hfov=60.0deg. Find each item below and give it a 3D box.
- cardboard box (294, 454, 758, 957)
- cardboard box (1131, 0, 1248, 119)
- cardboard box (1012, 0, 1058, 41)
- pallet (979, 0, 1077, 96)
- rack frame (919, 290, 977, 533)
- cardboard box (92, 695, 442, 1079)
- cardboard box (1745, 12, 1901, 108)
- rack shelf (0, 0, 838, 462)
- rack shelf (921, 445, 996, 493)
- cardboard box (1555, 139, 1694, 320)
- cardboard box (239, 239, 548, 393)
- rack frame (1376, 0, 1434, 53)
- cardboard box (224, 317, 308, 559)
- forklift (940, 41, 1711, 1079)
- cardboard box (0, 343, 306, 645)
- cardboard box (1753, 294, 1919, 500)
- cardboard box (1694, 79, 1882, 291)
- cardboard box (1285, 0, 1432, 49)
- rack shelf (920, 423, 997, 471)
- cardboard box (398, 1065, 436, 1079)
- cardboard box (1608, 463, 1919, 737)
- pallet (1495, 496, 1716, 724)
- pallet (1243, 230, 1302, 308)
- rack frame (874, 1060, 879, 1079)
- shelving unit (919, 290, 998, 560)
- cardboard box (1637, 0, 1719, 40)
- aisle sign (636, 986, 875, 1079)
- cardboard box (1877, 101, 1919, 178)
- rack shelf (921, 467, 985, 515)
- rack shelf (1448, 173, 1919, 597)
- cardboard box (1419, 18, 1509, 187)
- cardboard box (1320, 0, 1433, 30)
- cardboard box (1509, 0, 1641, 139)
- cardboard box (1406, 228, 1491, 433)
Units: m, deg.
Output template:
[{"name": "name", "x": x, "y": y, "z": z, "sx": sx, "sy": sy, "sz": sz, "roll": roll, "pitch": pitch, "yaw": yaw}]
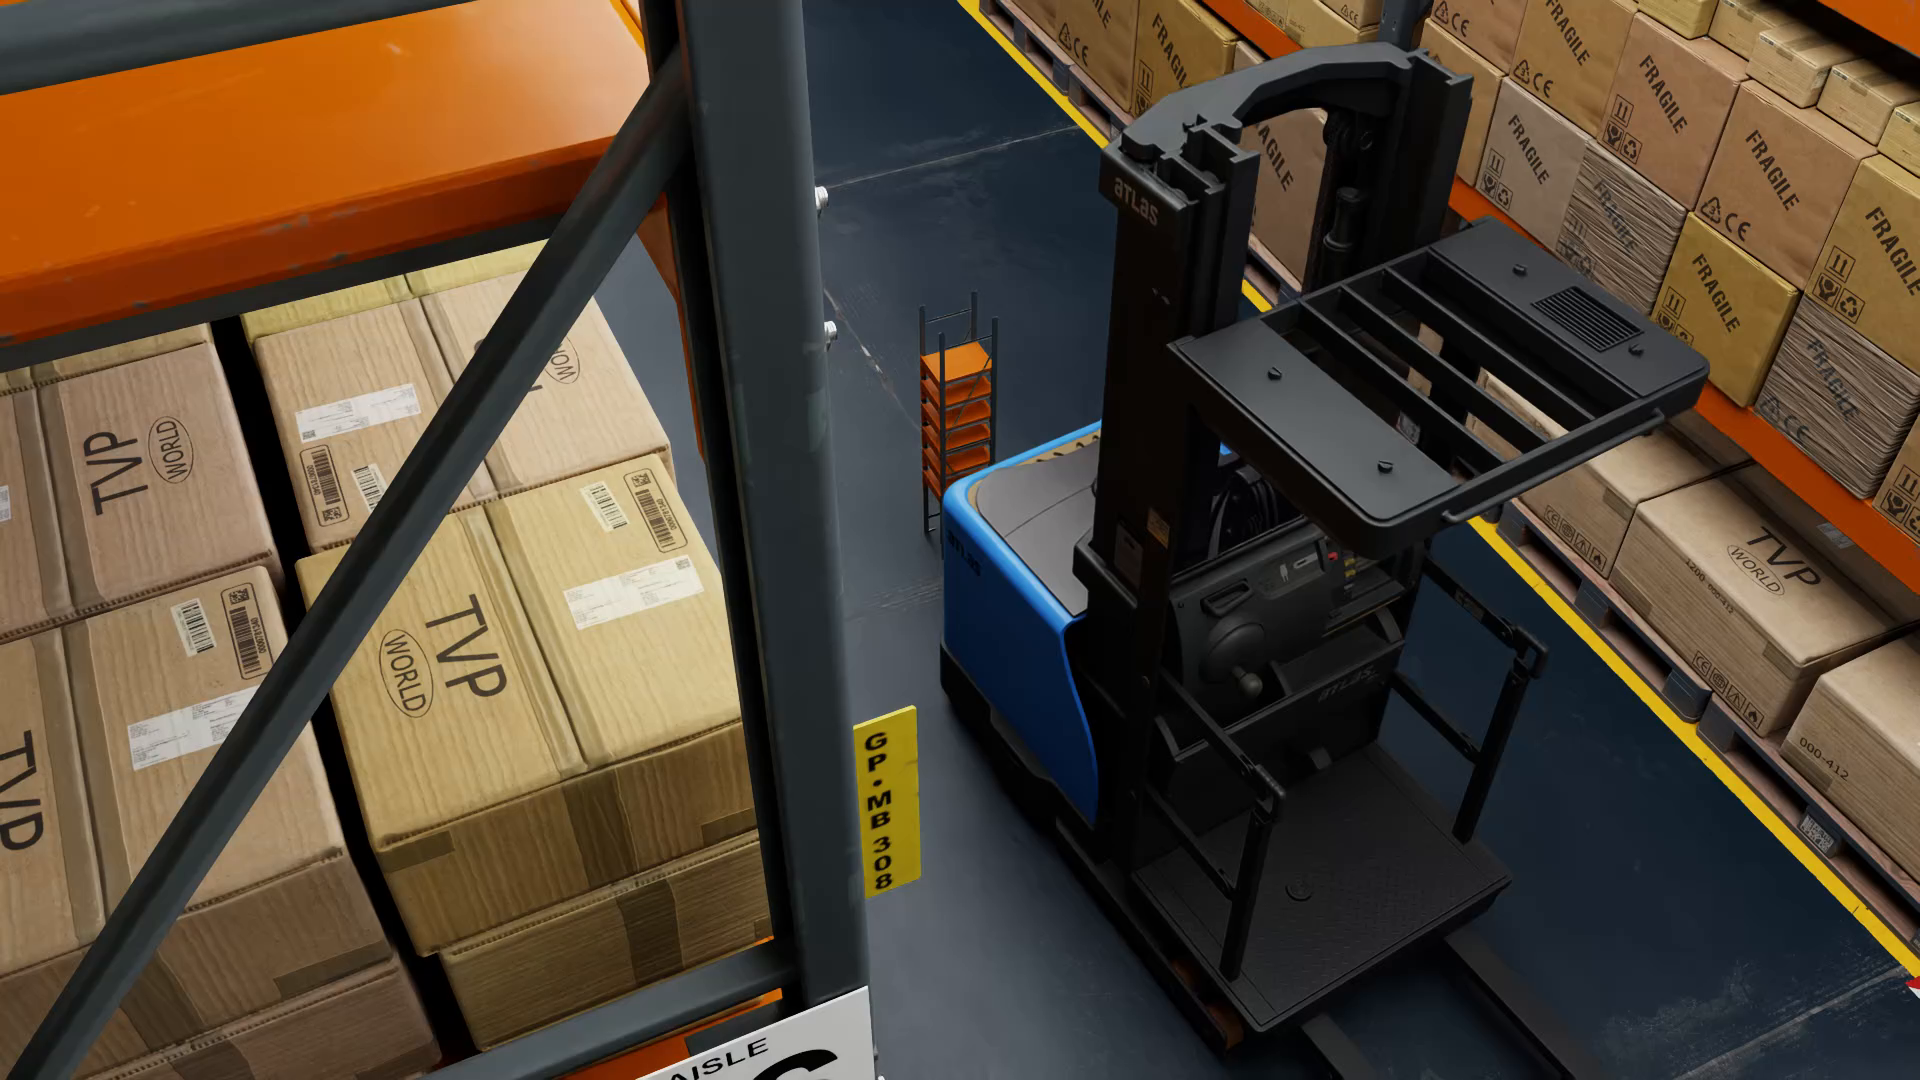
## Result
[{"name": "cardboard box", "x": -0.545, "y": 0.195, "z": 2.189, "sx": 0.500, "sy": 0.250, "sz": 0.500, "roll": -19, "pitch": 48, "yaw": -18}, {"name": "cardboard box", "x": 1.514, "y": -2.505, "z": 8.736, "sx": 0.875, "sy": 0.875, "sz": 0.875, "roll": -17, "pitch": 47, "yaw": -16}, {"name": "cardboard box", "x": 0.767, "y": -3.644, "z": 9.890, "sx": 0.875, "sy": 0.875, "sz": 0.875, "roll": -18, "pitch": 48, "yaw": -18}, {"name": "pallet", "x": 0.815, "y": -3.199, "z": 10.210, "sx": 1.003, "sy": 0.211, "sz": 1.213, "roll": -18, "pitch": 47, "yaw": -17}, {"name": "rack frame", "x": -0.045, "y": -0.495, "z": 6.766, "sx": 0.240, "sy": 1.200, "sz": 0.006, "roll": -18, "pitch": 47, "yaw": -17}, {"name": "cardboard box", "x": -1.020, "y": 0.527, "z": 2.208, "sx": 0.500, "sy": 0.250, "sz": 0.500, "roll": -19, "pitch": 48, "yaw": -18}, {"name": "cardboard box", "x": 2.755, "y": -1.535, "z": 5.294, "sx": 0.380, "sy": 0.149, "sz": 0.250, "roll": -18, "pitch": 47, "yaw": -17}, {"name": "rack shelf", "x": -1.427, "y": -1.302, "z": 2.546, "sx": 1.077, "sy": 0.370, "sz": 4.000, "roll": -18, "pitch": 47, "yaw": -17}, {"name": "rack shelf", "x": -0.006, "y": -0.319, "z": 6.822, "sx": 0.258, "sy": 0.103, "sz": 0.180, "roll": -18, "pitch": 47, "yaw": -17}, {"name": "cardboard box", "x": 2.605, "y": -1.185, "z": 6.113, "sx": 0.500, "sy": 0.500, "sz": 0.500, "roll": -18, "pitch": 47, "yaw": -17}, {"name": "cardboard box", "x": -0.965, "y": -0.451, "z": 2.843, "sx": 0.500, "sy": 0.250, "sz": 0.500, "roll": -19, "pitch": 48, "yaw": -18}, {"name": "rack frame", "x": 2.234, "y": -2.167, "z": 7.179, "sx": 1.000, "sy": 3.000, "sz": 0.127, "roll": -18, "pitch": 47, "yaw": -17}, {"name": "cardboard box", "x": -1.453, "y": -0.118, "z": 2.862, "sx": 0.500, "sy": 0.250, "sz": 0.500, "roll": -19, "pitch": 48, "yaw": -18}, {"name": "forklift", "x": 1.124, "y": 0.237, "z": 4.792, "sx": 1.130, "sy": 2.935, "sz": 3.031, "roll": -23, "pitch": 49, "yaw": -22}, {"name": "cardboard box", "x": -1.244, "y": 0.020, "z": 2.367, "sx": 0.500, "sy": 0.250, "sz": 0.500, "roll": -19, "pitch": 48, "yaw": -19}, {"name": "cardboard box", "x": 3.050, "y": -0.532, "z": 5.451, "sx": 0.500, "sy": 0.500, "sz": 0.500, "roll": -17, "pitch": 47, "yaw": -16}, {"name": "cardboard box", "x": 2.836, "y": -1.208, "z": 5.424, "sx": 0.500, "sy": 0.500, "sz": 0.500, "roll": -18, "pitch": 47, "yaw": -18}, {"name": "cardboard box", "x": 1.817, "y": -2.325, "z": 7.446, "sx": 0.500, "sy": 0.250, "sz": 0.500, "roll": -19, "pitch": 48, "yaw": -18}, {"name": "rack shelf", "x": -0.006, "y": -0.405, "z": 6.738, "sx": 0.258, "sy": 0.103, "sz": 0.180, "roll": -18, "pitch": 47, "yaw": -17}, {"name": "cardboard box", "x": -0.930, "y": 0.736, "z": 2.280, "sx": 0.380, "sy": 0.149, "sz": 0.250, "roll": -17, "pitch": 47, "yaw": -16}, {"name": "cardboard box", "x": 3.155, "y": 0.173, "z": 6.333, "sx": 0.875, "sy": 0.438, "sz": 0.875, "roll": -17, "pitch": 47, "yaw": -16}, {"name": "pallet", "x": 3.000, "y": 0.112, "z": 6.855, "sx": 1.003, "sy": 0.211, "sz": 1.213, "roll": -18, "pitch": 47, "yaw": -17}, {"name": "pallet", "x": 1.841, "y": -1.644, "z": 8.635, "sx": 1.003, "sy": 0.211, "sz": 1.213, "roll": -18, "pitch": 47, "yaw": -17}, {"name": "rack frame", "x": -0.586, "y": 1.850, "z": 3.108, "sx": 1.000, "sy": 3.000, "sz": 0.127, "roll": -18, "pitch": 47, "yaw": -17}, {"name": "shelving unit", "x": -0.006, "y": -0.436, "z": 6.707, "sx": 0.258, "sy": 1.200, "sz": 0.189, "roll": -18, "pitch": 47, "yaw": -17}, {"name": "cardboard box", "x": 2.534, "y": -1.848, "z": 5.611, "sx": 0.380, "sy": 0.149, "sz": 0.250, "roll": -19, "pitch": 48, "yaw": -19}, {"name": "aisle sign", "x": -0.291, "y": 0.882, "z": 2.239, "sx": 0.394, "sy": 0.787, "sz": 0.004, "roll": -18, "pitch": 47, "yaw": -17}, {"name": "cardboard box", "x": 2.997, "y": -1.207, "z": 4.961, "sx": 0.380, "sy": 0.149, "sz": 0.250, "roll": -17, "pitch": 47, "yaw": -16}, {"name": "rack shelf", "x": -0.006, "y": -0.234, "z": 6.907, "sx": 0.258, "sy": 0.103, "sz": 0.180, "roll": -18, "pitch": 47, "yaw": -17}, {"name": "rack shelf", "x": 3.075, "y": -0.636, "z": 6.140, "sx": 1.077, "sy": 0.370, "sz": 4.000, "roll": -18, "pitch": 47, "yaw": -17}, {"name": "cardboard box", "x": 2.194, "y": -1.826, "z": 6.763, "sx": 0.500, "sy": 0.500, "sz": 0.500, "roll": -17, "pitch": 47, "yaw": -16}, {"name": "cardboard box", "x": 1.828, "y": -2.501, "z": 7.268, "sx": 0.500, "sy": 0.250, "sz": 0.500, "roll": -18, "pitch": 47, "yaw": -17}, {"name": "cardboard box", "x": 2.421, "y": -1.860, "z": 6.085, "sx": 0.500, "sy": 0.500, "sz": 0.500, "roll": -19, "pitch": 48, "yaw": -18}, {"name": "cardboard box", "x": 2.401, "y": -0.973, "z": 7.494, "sx": 0.875, "sy": 0.438, "sz": 0.875, "roll": -19, "pitch": 48, "yaw": -18}]
